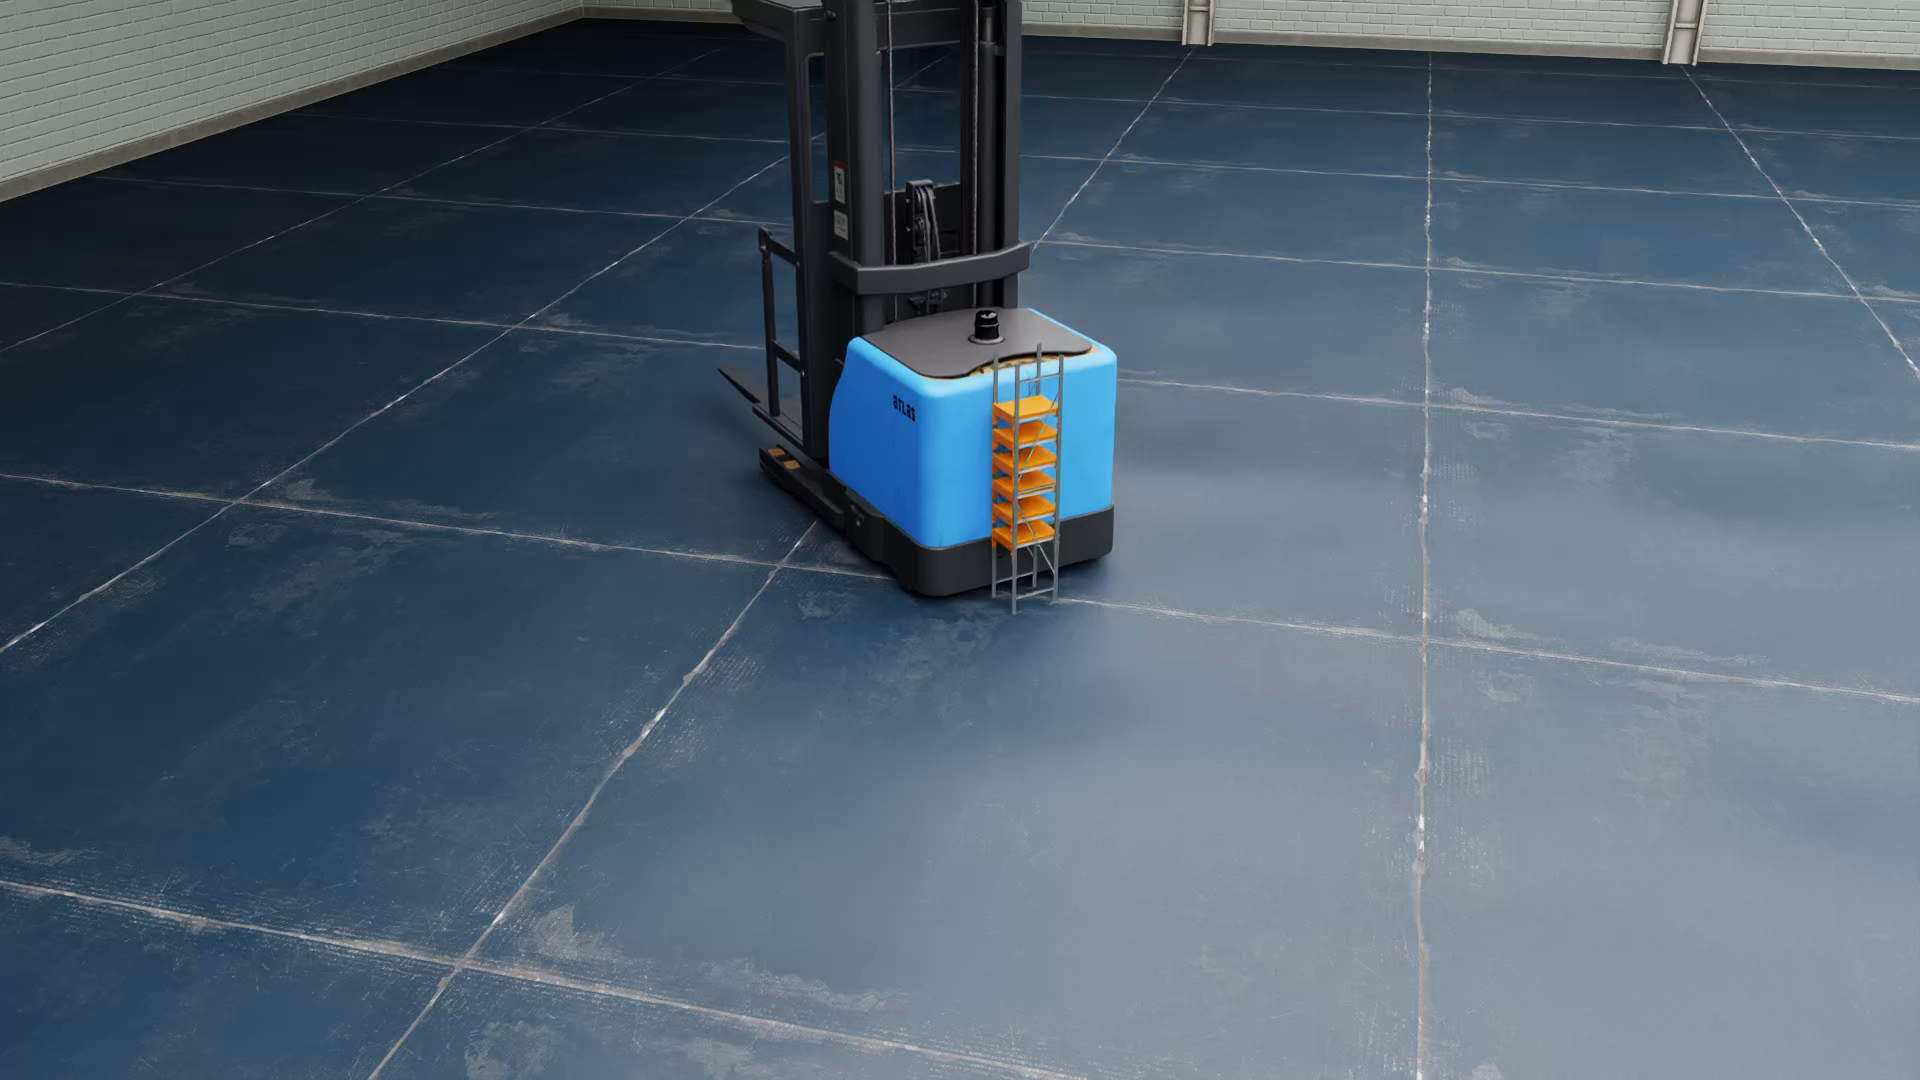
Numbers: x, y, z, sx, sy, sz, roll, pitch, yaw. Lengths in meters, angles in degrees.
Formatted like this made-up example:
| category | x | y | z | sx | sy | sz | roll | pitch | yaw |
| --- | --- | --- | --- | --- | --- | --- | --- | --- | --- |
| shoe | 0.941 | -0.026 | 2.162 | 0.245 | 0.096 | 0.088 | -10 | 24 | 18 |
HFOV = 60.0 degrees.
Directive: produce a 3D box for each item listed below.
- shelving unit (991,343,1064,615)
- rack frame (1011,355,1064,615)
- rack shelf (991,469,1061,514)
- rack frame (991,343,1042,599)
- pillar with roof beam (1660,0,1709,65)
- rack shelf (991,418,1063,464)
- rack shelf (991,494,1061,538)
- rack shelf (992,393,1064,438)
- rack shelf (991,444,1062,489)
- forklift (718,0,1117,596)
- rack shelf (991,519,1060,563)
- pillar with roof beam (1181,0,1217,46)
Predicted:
| category | x | y | z | sx | sy | sz | roll | pitch | yaw |
| --- | --- | --- | --- | --- | --- | --- | --- | --- | --- |
| shelving unit | 0.295 | -0.260 | 7.401 | 0.258 | 1.200 | 0.189 | -13 | 29 | -26 |
| rack frame | 0.339 | -0.226 | 7.329 | 0.240 | 1.200 | 0.006 | -13 | 29 | -26 |
| rack shelf | 0.295 | -0.220 | 7.420 | 0.258 | 0.103 | 0.180 | -13 | 29 | -26 |
| rack frame | 0.251 | -0.295 | 7.474 | 0.240 | 1.200 | 0.006 | -13 | 29 | -26 |
| pillar with roof beam | 7.906 | -8.242 | 15.093 | 0.400 | 9.000 | 9.100 | 6 | 26 | 13 |
| rack shelf | 0.295 | -0.437 | 7.317 | 0.258 | 0.103 | 0.180 | -13 | 29 | -26 |
| rack shelf | 0.295 | -0.112 | 7.472 | 0.258 | 0.103 | 0.180 | -13 | 29 | -26 |
| rack shelf | 0.295 | -0.545 | 7.266 | 0.258 | 0.103 | 0.180 | -13 | 29 | -26 |
| rack shelf | 0.295 | -0.329 | 7.369 | 0.258 | 0.103 | 0.180 | -13 | 29 | -26 |
| forklift | -0.420 | -1.664 | 8.336 | 1.130 | 2.935 | 3.031 | -13 | 29 | -26 |
| rack shelf | 0.295 | -0.004 | 7.524 | 0.258 | 0.103 | 0.180 | -13 | 29 | -26 |
| pillar with roof beam | 2.095 | -8.884 | 16.443 | 0.400 | 9.000 | 9.100 | 6 | 26 | 13 |
